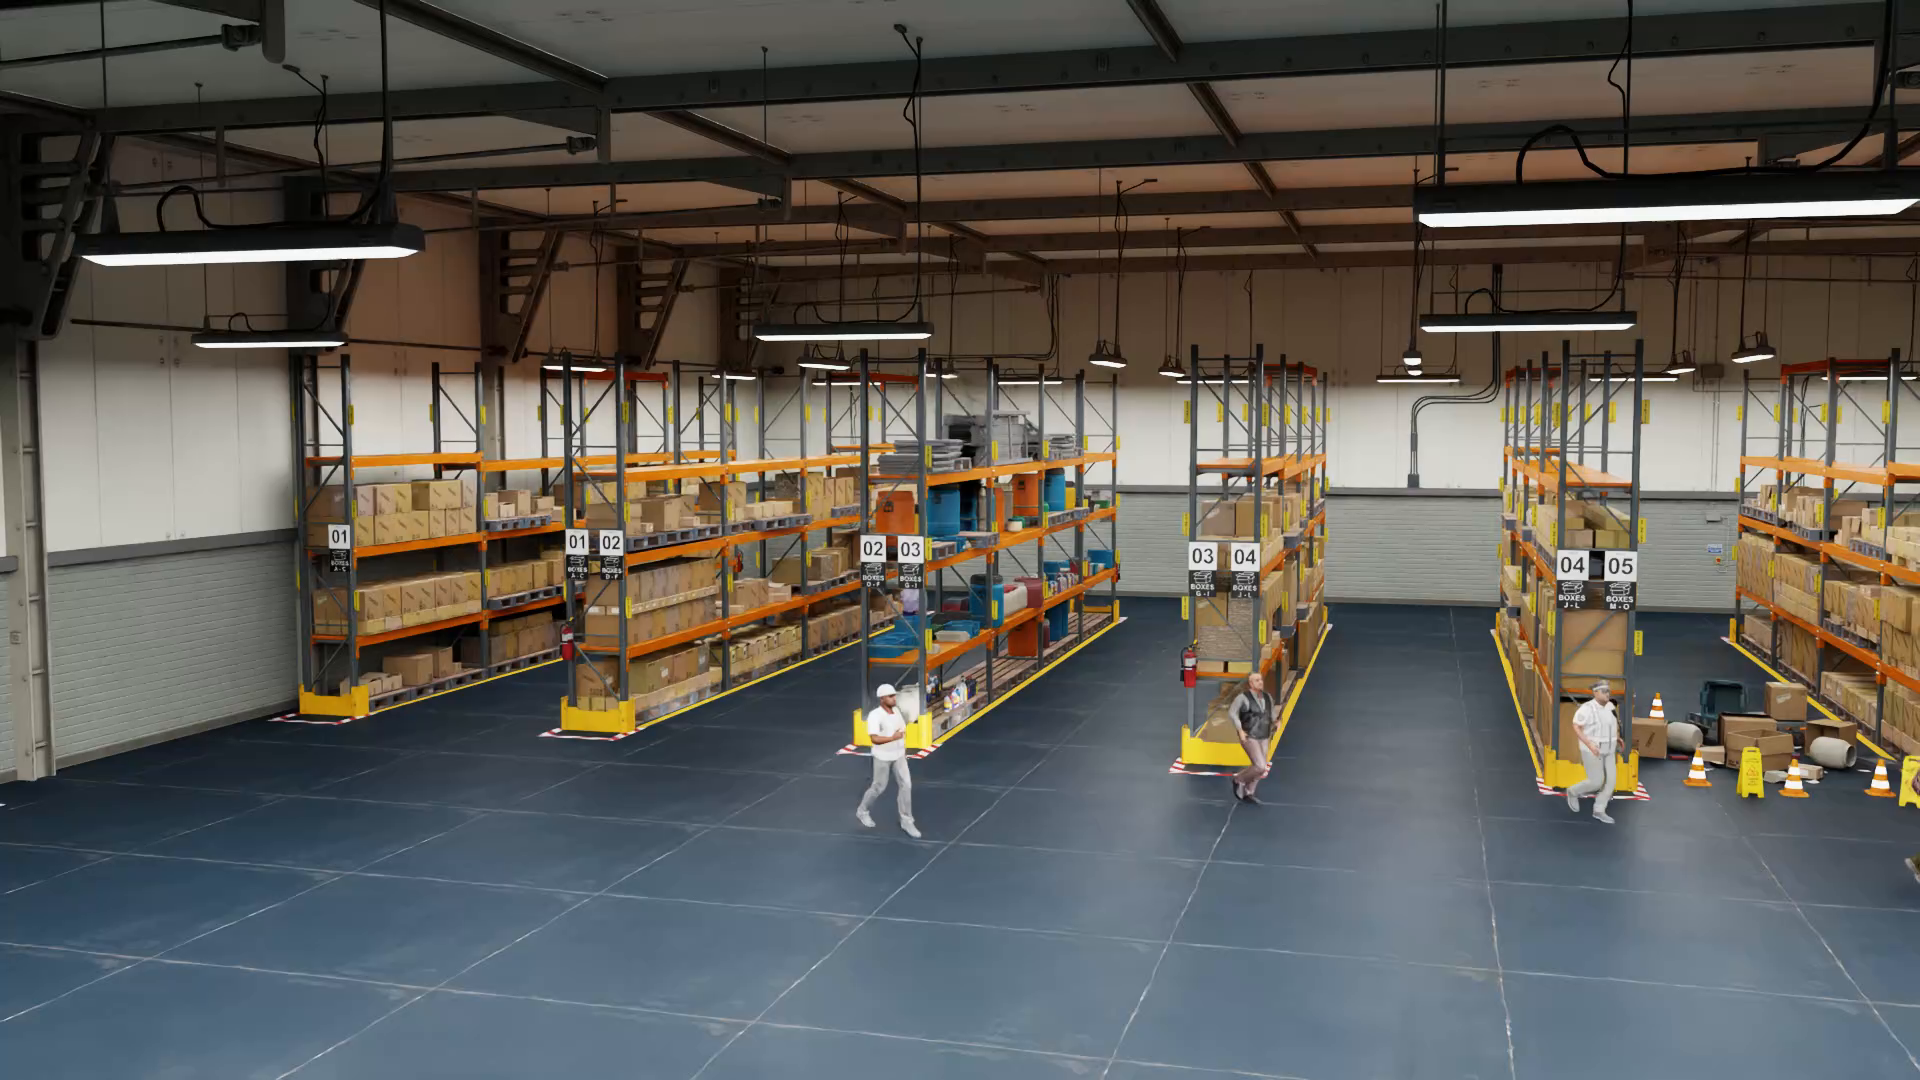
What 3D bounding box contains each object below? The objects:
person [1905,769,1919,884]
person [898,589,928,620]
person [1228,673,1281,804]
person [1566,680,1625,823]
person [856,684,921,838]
[{"bbox_3d":[10.115,2.840,17.034,0.724,1.762,0.808,-2,5,-29],"label":"person"},{"bbox_3d":[-0.933,1.519,32.341,0.607,1.606,0.549,0,4,6],"label":"person"},{"bbox_3d":[3.836,2.556,21.384,0.647,1.691,0.588,-3,5,-31],"label":"person"},{"bbox_3d":[7.894,2.589,20.645,0.686,1.764,0.641,-2,5,-24],"label":"person"},{"bbox_3d":[-0.861,2.613,19.867,0.883,1.802,0.683,4,6,40],"label":"person"}]
